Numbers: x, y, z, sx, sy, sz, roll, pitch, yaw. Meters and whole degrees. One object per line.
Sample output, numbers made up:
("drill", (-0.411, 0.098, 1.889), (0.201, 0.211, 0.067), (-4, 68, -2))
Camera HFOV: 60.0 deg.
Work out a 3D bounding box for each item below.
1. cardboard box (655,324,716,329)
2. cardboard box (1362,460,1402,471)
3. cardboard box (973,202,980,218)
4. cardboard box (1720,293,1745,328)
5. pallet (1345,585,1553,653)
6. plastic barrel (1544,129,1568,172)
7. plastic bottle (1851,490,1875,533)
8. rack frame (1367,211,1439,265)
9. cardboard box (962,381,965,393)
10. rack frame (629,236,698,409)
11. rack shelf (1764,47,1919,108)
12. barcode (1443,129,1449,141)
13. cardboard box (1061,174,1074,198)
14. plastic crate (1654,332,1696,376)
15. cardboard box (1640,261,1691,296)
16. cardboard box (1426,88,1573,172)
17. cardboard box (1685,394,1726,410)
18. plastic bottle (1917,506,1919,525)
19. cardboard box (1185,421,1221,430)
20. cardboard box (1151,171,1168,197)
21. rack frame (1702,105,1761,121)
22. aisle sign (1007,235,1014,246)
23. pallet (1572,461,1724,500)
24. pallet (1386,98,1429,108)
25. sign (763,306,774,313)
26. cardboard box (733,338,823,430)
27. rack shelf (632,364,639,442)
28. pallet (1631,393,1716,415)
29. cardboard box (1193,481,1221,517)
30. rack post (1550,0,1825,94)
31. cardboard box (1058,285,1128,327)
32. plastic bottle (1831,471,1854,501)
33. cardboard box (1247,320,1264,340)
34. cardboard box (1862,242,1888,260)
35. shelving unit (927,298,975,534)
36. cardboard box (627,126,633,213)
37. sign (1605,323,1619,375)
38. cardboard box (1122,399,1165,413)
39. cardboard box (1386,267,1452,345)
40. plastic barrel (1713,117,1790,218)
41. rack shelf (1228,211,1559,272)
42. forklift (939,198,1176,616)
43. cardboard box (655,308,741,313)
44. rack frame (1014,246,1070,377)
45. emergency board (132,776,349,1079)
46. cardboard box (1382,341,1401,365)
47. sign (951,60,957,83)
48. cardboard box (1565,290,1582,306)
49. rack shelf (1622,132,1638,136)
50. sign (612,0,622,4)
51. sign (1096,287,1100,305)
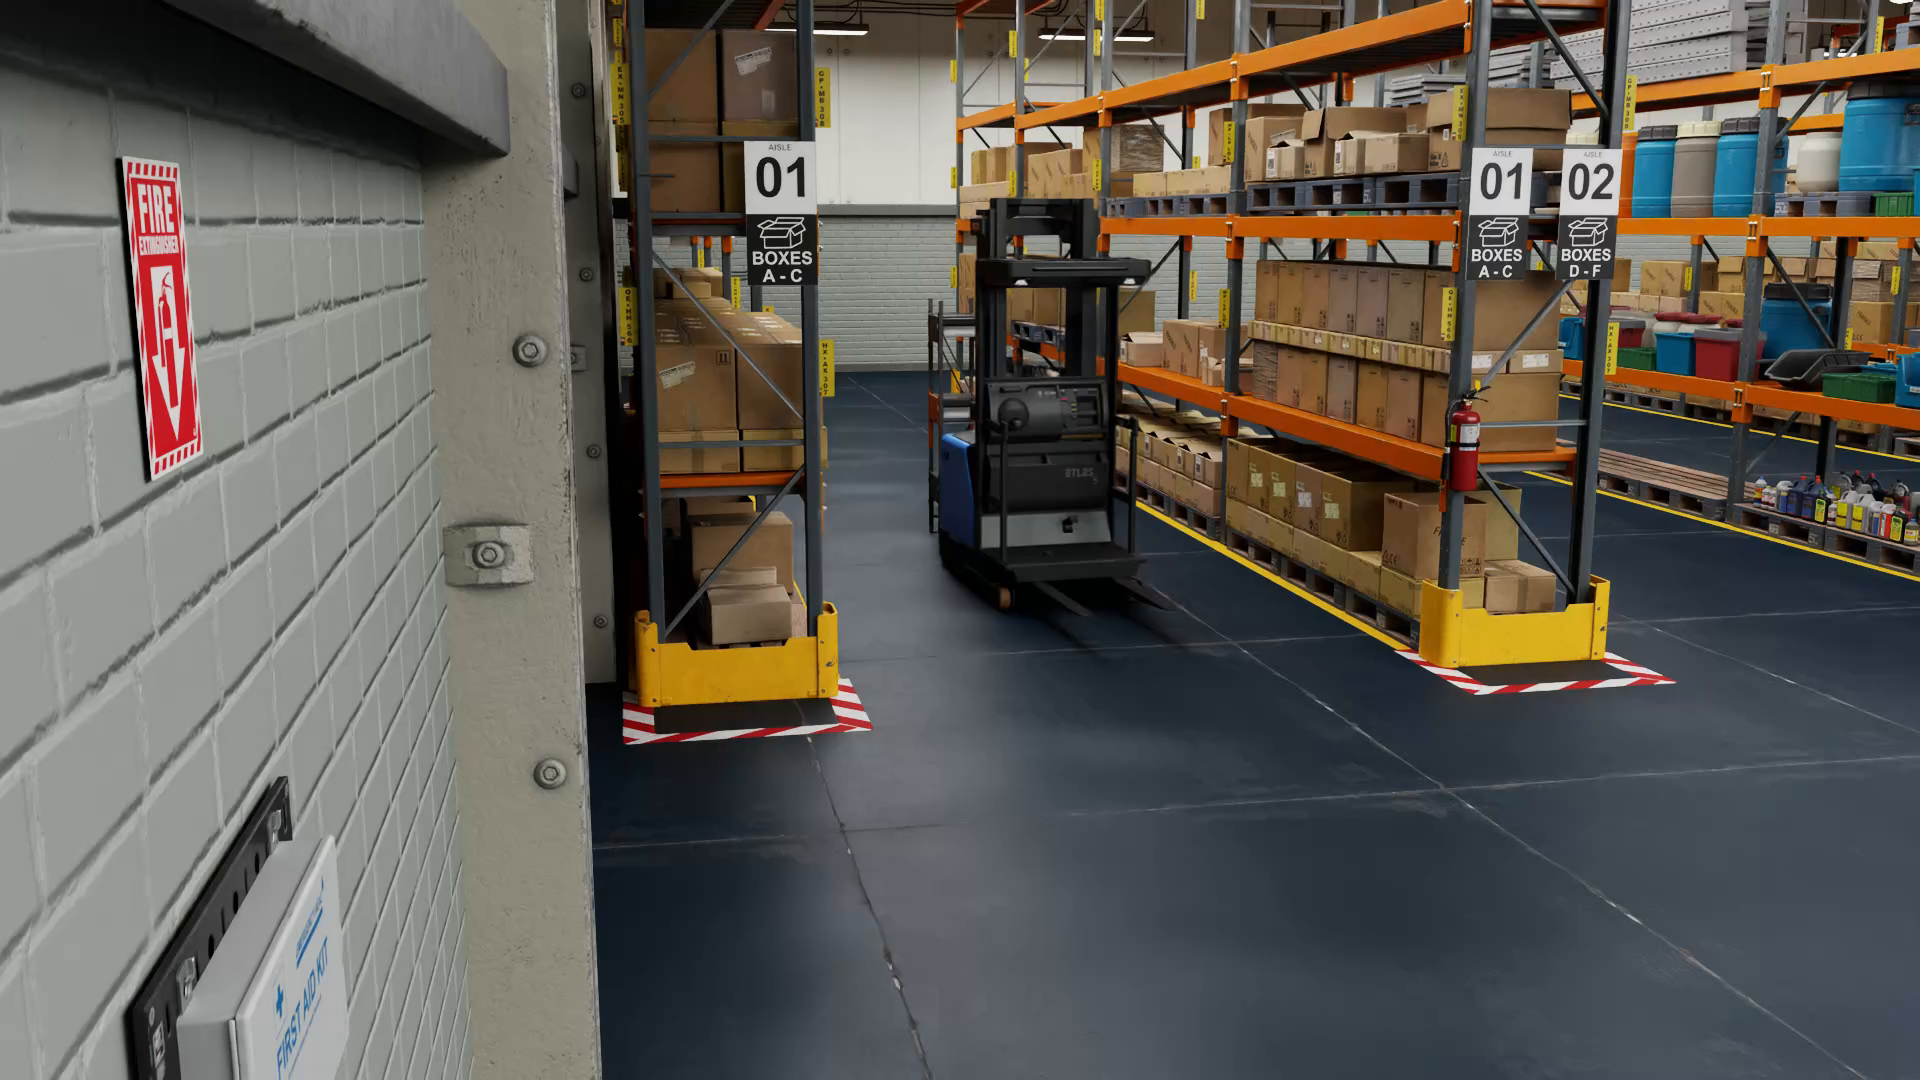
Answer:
("cardboard box", (-1.895, -1.206, 11.352), (0.500, 0.500, 0.500), (-2, 11, -10))
("cardboard box", (3.379, -0.329, 12.629), (0.500, 0.500, 0.500), (-2, 11, -11))
("cardboard box", (0.477, -4.771, 24.118), (0.500, 0.250, 0.500), (-2, 11, -11))
("cardboard box", (10.881, -3.148, 22.944), (0.500, 0.500, 0.500), (-2, 11, -11))
("pallet", (3.365, 0.507, 11.466), (1.003, 0.211, 1.213), (-2, 11, -11))
("plastic barrel", (6.751, -4.365, 19.316), (0.600, 0.830, 0.708), (-2, 11, -11))
("plastic bottle", (7.542, -0.242, 13.852), (0.144, 0.351, 0.185), (-2, 11, -9))
("rack frame", (6.080, -3.104, 22.982), (1.000, 3.000, 0.127), (-2, 11, -11))
("cardboard box", (0.236, -2.347, 25.408), (0.380, 0.166, 0.250), (-2, 11, -11))
("rack frame", (-4.416, -3.477, 24.944), (1.000, 3.000, 0.127), (-2, 11, -11))
("rack shelf", (8.025, -3.667, 12.890), (1.077, 0.370, 4.000), (-2, 11, -11))
("barcode", (3.023, -2.520, 10.340), (0.001, 0.075, 0.075), (-2, 11, -11))
("cardboard box", (1.680, -3.981, 19.302), (0.910, 0.500, 0.500), (-2, 11, -11))
("plastic crate", (7.116, -1.820, 16.279), (0.392, 0.384, 0.575), (-2, 11, -11))
("cardboard box", (10.493, -3.892, 24.720), (0.500, 0.500, 0.500), (-2, 11, -10))
("cardboard box", (3.447, -2.629, 10.688), (0.797, 0.503, 0.637), (-1, 11, -7))
("cardboard box", (11.083, -2.330, 23.475), (1.225, 0.875, 0.875), (-2, 11, -11))
("plastic bottle", (8.222, -0.226, 14.167), (0.097, 0.201, 0.097), (0, 11, 0))
("cardboard box", (2.545, -1.047, 16.906), (0.500, 0.311, 0.500), (-2, 11, -11))
("cardboard box", (2.262, -3.620, 16.951), (0.500, 0.250, 0.500), (-2, 11, -9))
("rack frame", (10.938, -6.231, 23.368), (1.000, 3.000, 0.127), (-2, 11, -11))
("aisle sign", (0.730, -4.959, 25.775), (0.394, 0.787, 0.004), (-2, 11, -11))
("pallet", (7.205, -0.634, 17.462), (1.003, 0.211, 1.213), (-2, 11, -11))
("pallet", (6.271, -5.611, 21.685), (1.003, 0.211, 1.213), (-2, 11, -11))
("sign", (-1.551, -1.723, 13.411), (0.100, 0.325, 0.005), (-2, 11, -11))
("cardboard box", (-1.102, -0.946, 9.986), (0.500, 0.500, 0.500), (-2, 11, -11))
("rack shelf", (-2.471, -1.290, 15.375), (1.077, 0.370, 4.000), (-2, 11, -11))
("pallet", (10.867, -2.057, 24.937), (1.003, 0.211, 1.213), (-2, 11, -11))
("cardboard box", (2.412, -0.378, 14.893), (0.500, 0.250, 0.500), (-2, 11, -12))
("rack post", (7.169, -5.040, 16.575), (1.013, 1.000, 3.121), (-2, 11, -11))
("cardboard box", (1.625, -2.858, 20.300), (0.700, 0.500, 0.500), (-5, 12, -25))
("plastic bottle", (7.903, -0.439, 14.887), (0.144, 0.351, 0.185), (-2, 11, -11))
("cardboard box", (2.639, -1.769, 13.965), (0.380, 0.149, 0.250), (-2, 11, -11))
("cardboard box", (15.056, -4.586, 27.029), (0.500, 0.500, 0.500), (-2, 11, -12))
("shelving unit", (-0.032, -1.062, 14.660), (0.431, 2.100, 0.503), (-2, 11, -11))
("cardboard box", (-1.751, -2.232, 10.058), (0.500, 0.500, 0.500), (-2, 11, -11))
("sign", (4.100, -1.207, 10.488), (0.100, 0.325, 0.005), (-2, 11, -11))
("cardboard box", (2.083, -1.369, 19.374), (0.500, 0.500, 0.500), (-3, 11, -13))
("cardboard box", (3.358, -1.602, 11.355), (0.700, 0.500, 0.500), (-2, 11, -12))
("plastic barrel", (7.324, -3.442, 15.395), (0.600, 0.901, 0.708), (-2, 11, -11))
("rack shelf", (3.166, -2.211, 12.190), (1.077, 0.370, 4.000), (-2, 11, -11))
("forklift", (0.716, -1.015, 12.190), (1.130, 2.935, 3.031), (-3, 11, -15))
("cardboard box", (-2.249, -1.739, 14.367), (0.700, 0.500, 0.500), (-1, 11, -5))
("rack frame", (1.221, -2.925, 22.040), (1.000, 3.000, 0.127), (-2, 11, -11))
("emergency board", (-0.678, 0.915, 1.865), (0.194, 1.169, 0.643), (-2, 11, -11))
("cardboard box", (3.144, -1.296, 11.479), (0.380, 0.149, 0.250), (-2, 11, -10))
("sign", (-0.090, -7.083, 25.135), (0.100, 0.325, 0.005), (-2, 11, -11))
("cardboard box", (10.097, -3.897, 26.756), (0.500, 0.250, 0.500), (-2, 11, -12))
("rack shelf", (10.549, -6.048, 25.400), (1.077, 0.370, 4.000), (-2, 11, -11))
("sign", (-3.403, -5.473, 16.463), (0.100, 0.325, 0.005), (-2, 11, -11))
("sign", (1.468, -2.699, 17.972), (0.100, 0.325, 0.005), (-2, 11, -11))
